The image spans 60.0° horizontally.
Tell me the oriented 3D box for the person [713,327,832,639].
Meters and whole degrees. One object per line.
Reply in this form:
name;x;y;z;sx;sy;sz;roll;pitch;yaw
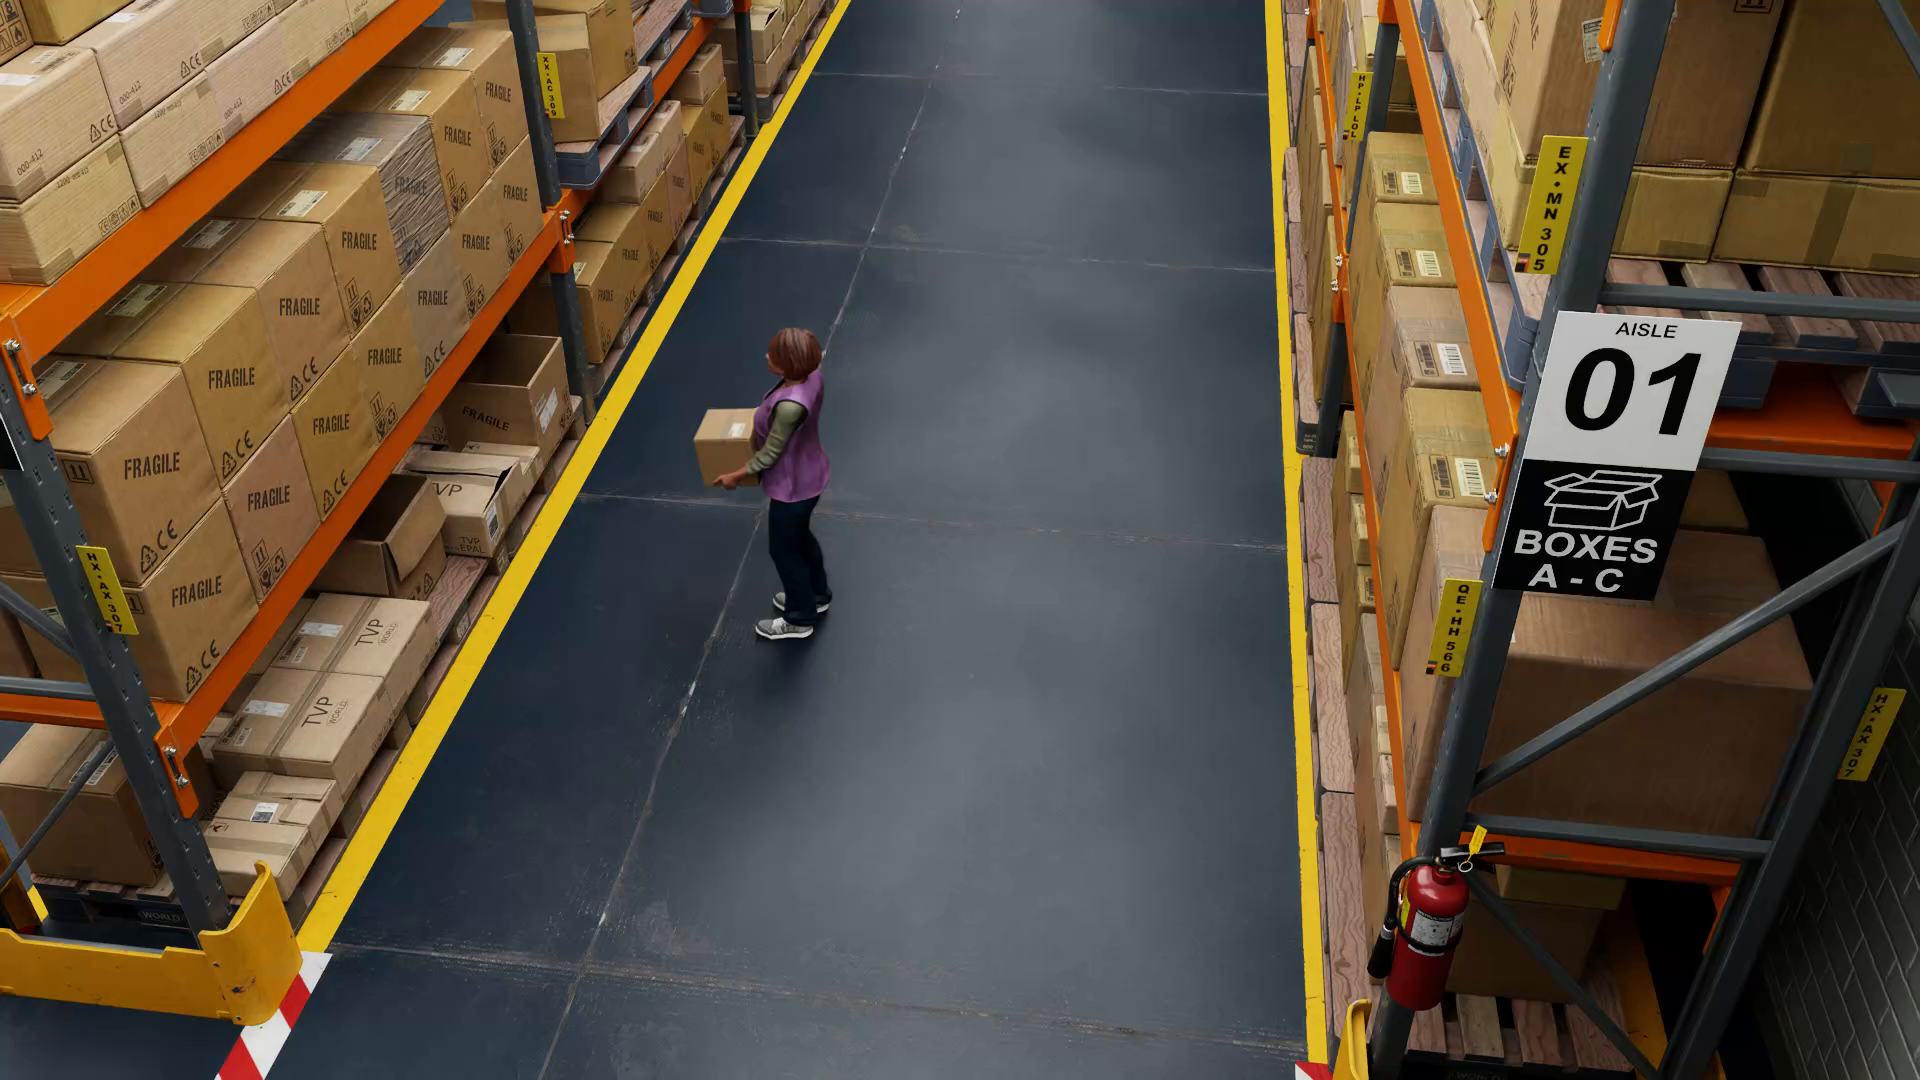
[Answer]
person;-0.821;-0.252;7.385;0.488;1.593;0.412;4;37;6
